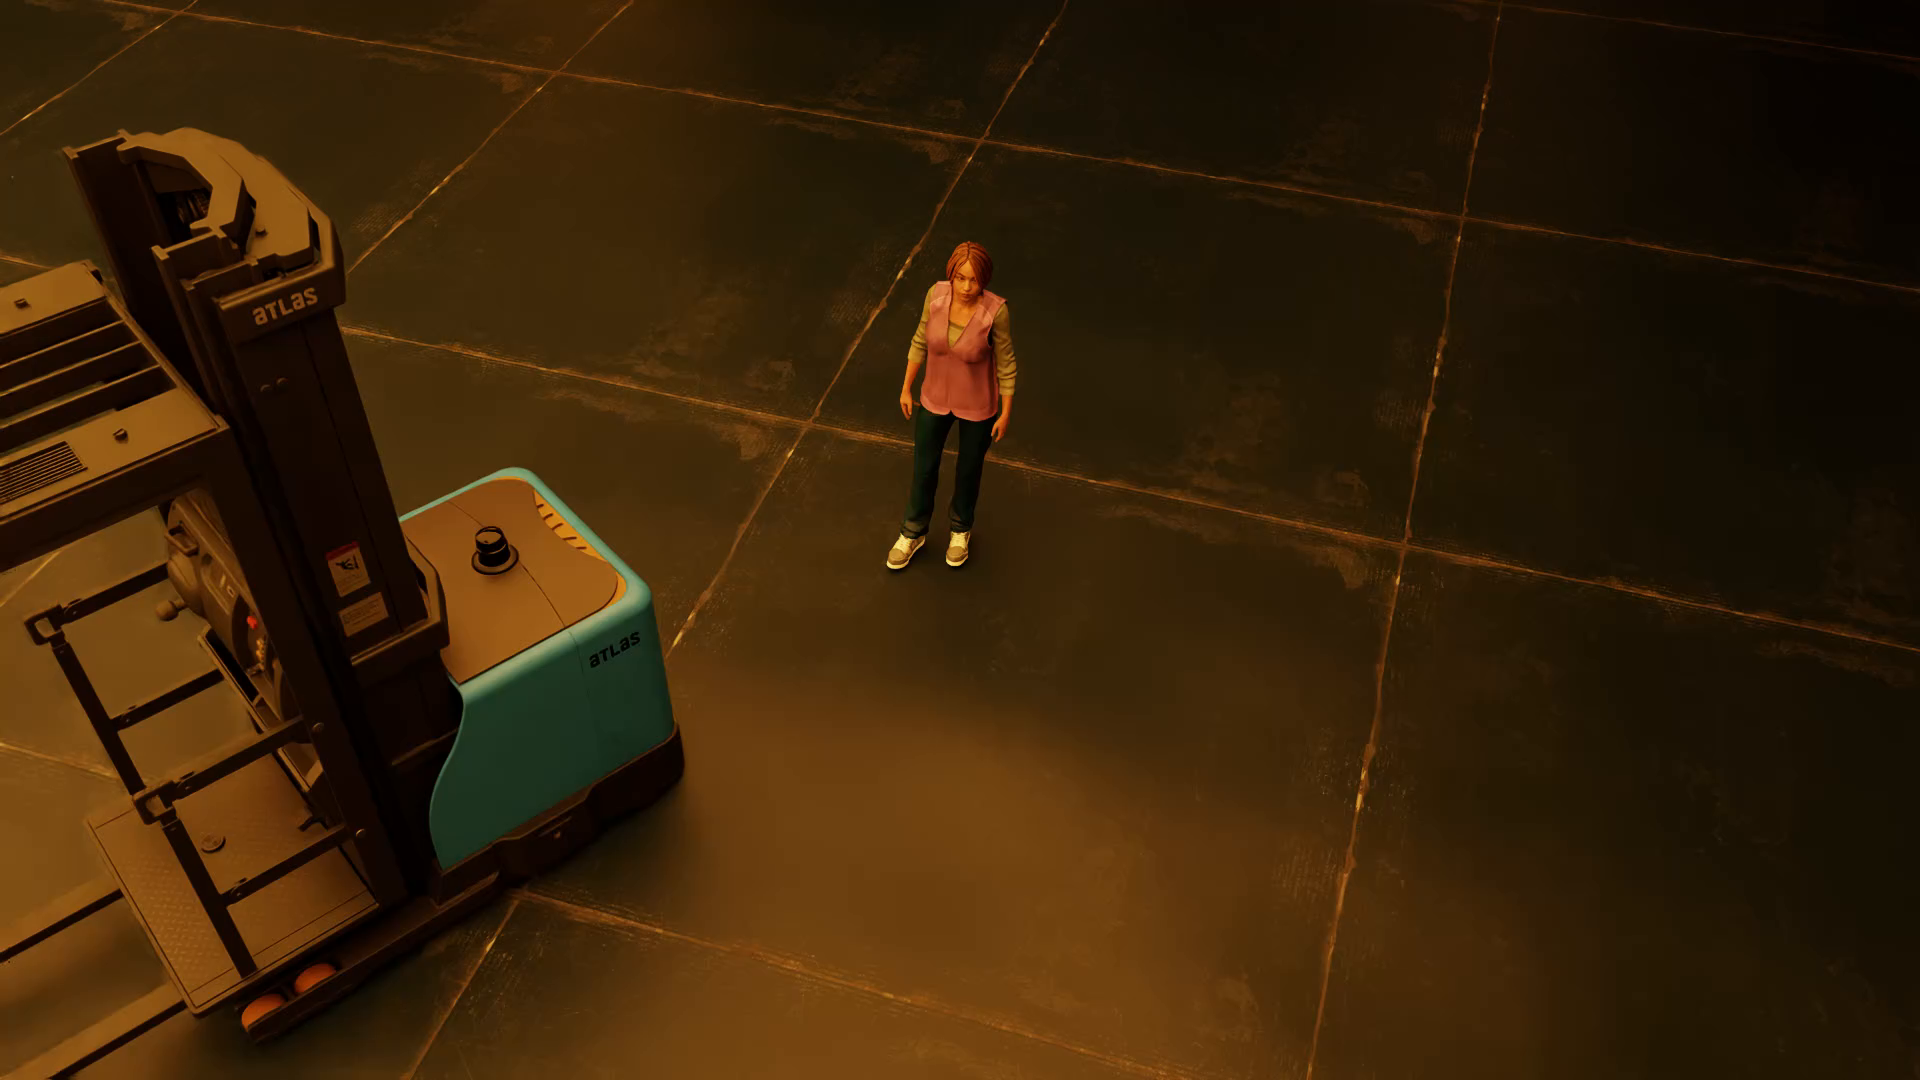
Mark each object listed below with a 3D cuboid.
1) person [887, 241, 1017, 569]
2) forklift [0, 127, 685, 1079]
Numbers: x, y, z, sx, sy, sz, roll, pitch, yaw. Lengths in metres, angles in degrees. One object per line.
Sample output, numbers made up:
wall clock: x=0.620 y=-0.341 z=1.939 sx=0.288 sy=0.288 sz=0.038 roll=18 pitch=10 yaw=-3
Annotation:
person: x=-0.036 y=-0.545 z=7.243 sx=0.520 sy=1.599 sz=0.473 roll=12 pitch=44 yaw=13
forklift: x=-2.567 y=0.299 z=5.368 sx=3.031 sy=2.935 sz=1.130 roll=-30 pitch=51 yaw=-28
